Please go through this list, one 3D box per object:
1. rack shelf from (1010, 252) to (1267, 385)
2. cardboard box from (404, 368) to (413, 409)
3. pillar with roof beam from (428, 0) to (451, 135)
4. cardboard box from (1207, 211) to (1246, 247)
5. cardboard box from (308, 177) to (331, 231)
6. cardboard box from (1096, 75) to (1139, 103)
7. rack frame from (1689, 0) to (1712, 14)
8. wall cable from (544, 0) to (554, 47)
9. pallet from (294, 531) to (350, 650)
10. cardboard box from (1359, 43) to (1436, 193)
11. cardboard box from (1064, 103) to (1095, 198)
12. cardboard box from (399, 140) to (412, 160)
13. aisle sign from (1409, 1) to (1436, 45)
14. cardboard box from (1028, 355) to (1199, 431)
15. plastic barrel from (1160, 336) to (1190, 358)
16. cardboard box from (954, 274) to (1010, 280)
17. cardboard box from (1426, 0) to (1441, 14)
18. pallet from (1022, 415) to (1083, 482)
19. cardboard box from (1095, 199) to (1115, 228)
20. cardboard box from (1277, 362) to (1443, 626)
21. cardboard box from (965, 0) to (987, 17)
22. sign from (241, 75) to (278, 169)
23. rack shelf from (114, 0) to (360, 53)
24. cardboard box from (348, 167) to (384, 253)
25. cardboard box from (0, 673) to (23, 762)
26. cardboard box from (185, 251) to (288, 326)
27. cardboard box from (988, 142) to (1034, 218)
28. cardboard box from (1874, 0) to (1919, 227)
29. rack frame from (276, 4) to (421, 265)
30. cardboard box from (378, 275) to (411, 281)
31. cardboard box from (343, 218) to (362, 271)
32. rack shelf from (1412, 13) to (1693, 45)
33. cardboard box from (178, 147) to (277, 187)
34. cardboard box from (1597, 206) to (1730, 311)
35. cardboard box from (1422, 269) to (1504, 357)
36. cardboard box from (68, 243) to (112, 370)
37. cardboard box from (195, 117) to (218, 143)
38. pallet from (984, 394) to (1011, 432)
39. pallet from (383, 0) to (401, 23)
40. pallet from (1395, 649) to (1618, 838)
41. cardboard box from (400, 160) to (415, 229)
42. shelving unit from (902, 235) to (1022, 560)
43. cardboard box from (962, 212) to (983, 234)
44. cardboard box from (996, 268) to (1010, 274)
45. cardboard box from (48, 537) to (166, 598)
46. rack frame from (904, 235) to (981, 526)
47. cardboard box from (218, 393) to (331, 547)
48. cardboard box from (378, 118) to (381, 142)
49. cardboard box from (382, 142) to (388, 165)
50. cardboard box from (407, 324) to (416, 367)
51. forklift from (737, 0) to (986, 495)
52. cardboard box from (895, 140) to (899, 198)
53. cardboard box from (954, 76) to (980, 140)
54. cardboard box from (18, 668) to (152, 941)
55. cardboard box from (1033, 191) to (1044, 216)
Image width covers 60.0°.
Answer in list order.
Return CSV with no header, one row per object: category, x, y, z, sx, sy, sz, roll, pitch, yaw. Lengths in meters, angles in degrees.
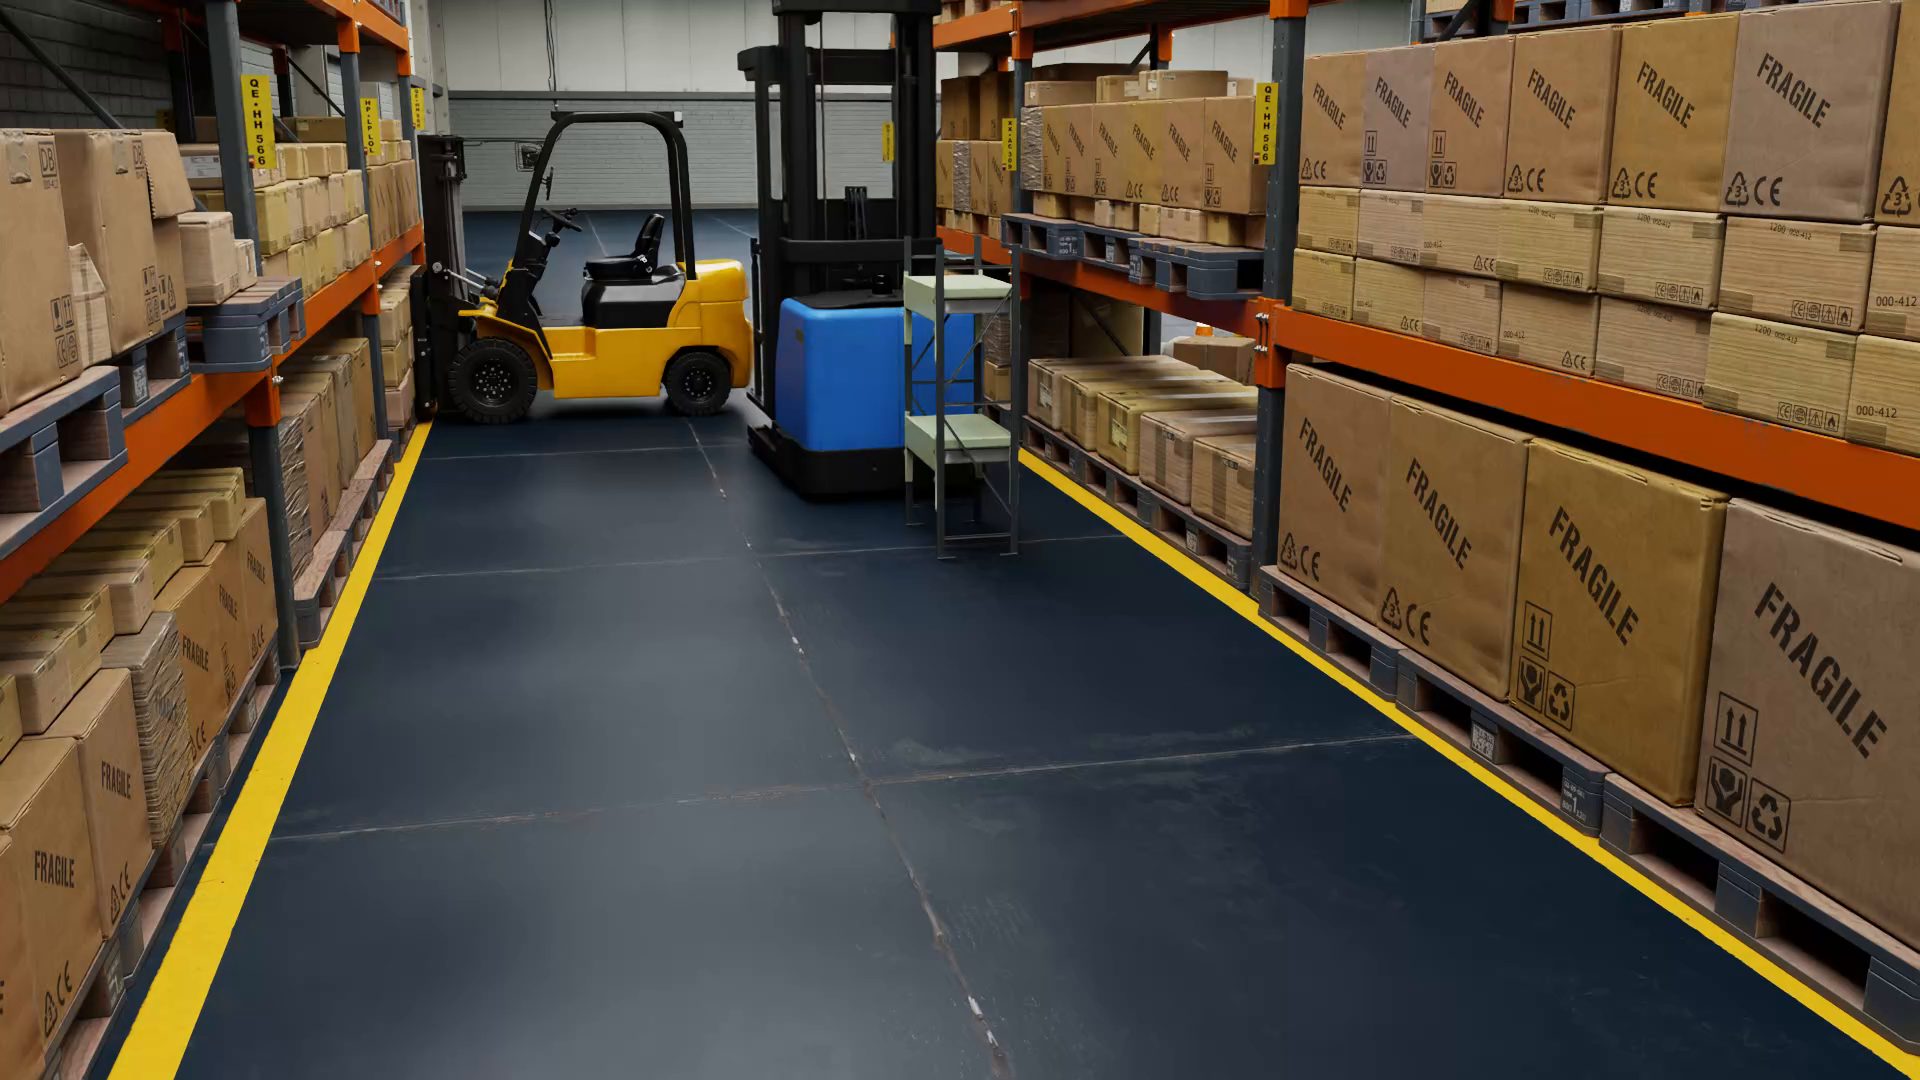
rack shelf,1.315,-1.329,9.063,1.077,0.370,4.000,-3,14,-13
cardboard box,-3.905,-0.977,11.015,0.500,0.250,0.500,-4,14,-14
pillar with roof beam,-8.492,-12.649,41.242,9.100,9.000,0.400,-3,14,-13
cardboard box,1.345,-1.420,7.562,0.380,0.149,0.250,-3,14,-12
cardboard box,-3.273,-1.579,7.834,0.500,0.250,0.500,-3,14,-12
cardboard box,0.967,-2.479,9.165,0.380,0.149,0.250,-2,14,-10
rack frame,5.633,-2.439,12.091,1.000,3.000,0.127,-3,14,-13
wall cable,-9.454,-14.259,43.730,3.097,2.526,0.112,-3,14,-13
pallet,-3.195,0.223,7.070,1.003,0.211,1.213,-3,14,-13
cardboard box,1.788,-1.510,5.971,0.500,0.500,0.500,-3,14,-13
cardboard box,0.897,-2.183,9.318,0.500,0.500,0.500,-3,14,-14
cardboard box,-4.476,-3.027,12.920,0.380,0.149,0.250,-3,14,-12
aisle sign,4.385,-4.624,15.558,0.394,0.787,0.004,-3,14,-13
cardboard box,0.971,-0.947,10.633,0.950,0.372,0.625,-3,14,-12
plastic barrel,1.862,-1.419,13.344,0.512,0.421,0.421,7,15,26
cardboard box,0.203,-1.729,12.512,0.500,0.500,0.500,-3,14,-10
cardboard box,4.462,-4.853,15.083,0.380,0.149,0.250,-3,14,-13
pallet,1.029,-0.606,10.462,1.003,0.211,1.213,-3,14,-13
cardboard box,0.947,-1.775,9.015,0.380,0.149,0.250,-3,14,-11
cardboard box,1.866,-0.225,6.620,0.875,0.875,0.875,-3,14,-14
cardboard box,0.247,-3.769,11.743,0.380,0.149,0.250,-3,14,-12
sign,-2.514,-1.496,5.958,0.100,0.325,0.005,-3,14,-13
rack shelf,-3.509,-2.509,7.571,1.077,0.370,4.000,-3,14,-13
cardboard box,-3.829,-2.028,10.197,0.500,0.500,0.500,-4,14,-15
cardboard box,-2.215,0.400,3.485,0.380,0.149,0.250,-4,14,-14
cardboard box,-2.906,-0.983,6.446,0.500,0.250,0.500,-3,14,-13
cardboard box,0.499,-2.422,11.182,0.500,0.500,0.500,-4,14,-15
cardboard box,2.375,-0.918,3.546,0.500,0.500,0.500,-3,14,-11
rack frame,-4.918,-2.785,13.507,1.000,3.000,0.127,-3,14,-13
cardboard box,-4.253,-1.817,12.346,0.500,0.250,0.500,-3,14,-12
cardboard box,-3.483,-1.572,8.858,0.500,0.250,0.500,-3,14,-14
rack shelf,5.163,-4.008,13.709,1.077,0.370,4.000,-3,14,-13
cardboard box,-2.892,-1.455,6.484,0.380,0.149,0.250,-3,14,-12
cardboard box,2.132,-0.787,4.589,0.500,0.250,0.500,-3,14,-12
cardboard box,1.910,-0.779,5.610,0.500,0.250,0.500,-3,14,-11
cardboard box,-2.053,-0.498,3.542,0.396,0.266,0.258,-3,14,-10
cardboard box,-4.348,-2.427,9.839,0.380,0.149,0.250,-3,14,-13
pallet,0.653,-0.938,11.823,1.003,0.211,1.213,-3,14,-13
pallet,-4.778,-4.035,12.488,1.003,0.211,1.213,-3,14,-13
pallet,2.179,0.604,5.509,1.003,0.211,1.213,-3,14,-13
cardboard box,-4.435,-2.615,12.599,0.500,0.500,0.500,-3,14,-11
shelving unit,-0.002,-0.730,8.255,0.431,1.500,0.755,-3,14,-13
cardboard box,0.231,-2.309,12.089,0.380,0.149,0.250,-3,14,-14
cardboard box,0.585,-1.888,13.164,0.500,0.500,0.500,-4,14,-15
cardboard box,-2.487,0.101,4.710,0.380,0.149,0.250,-3,14,-14
rack frame,-0.088,-0.815,8.601,0.400,1.500,0.023,-3,14,-13
cardboard box,-3.334,-0.285,7.392,0.875,0.625,0.625,-3,14,-11
cardboard box,-3.944,-2.639,10.706,0.380,0.149,0.250,-3,14,-12
cardboard box,-3.995,-2.554,10.984,0.380,0.149,0.250,-3,14,-14
cardboard box,-4.020,-1.335,11.427,0.500,0.250,0.500,-3,14,-14
forklift,-0.749,-1.980,10.356,1.130,2.935,3.031,-4,14,-16
cardboard box,-0.253,-3.131,14.085,0.500,0.500,0.500,-4,14,-14
cardboard box,0.349,-3.519,13.565,0.700,0.500,0.500,-3,14,-13
cardboard box,-2.243,0.632,3.904,0.500,0.500,0.500,-4,14,-15
cardboard box,0.668,-2.077,10.252,0.380,0.149,0.250,-3,14,-12
